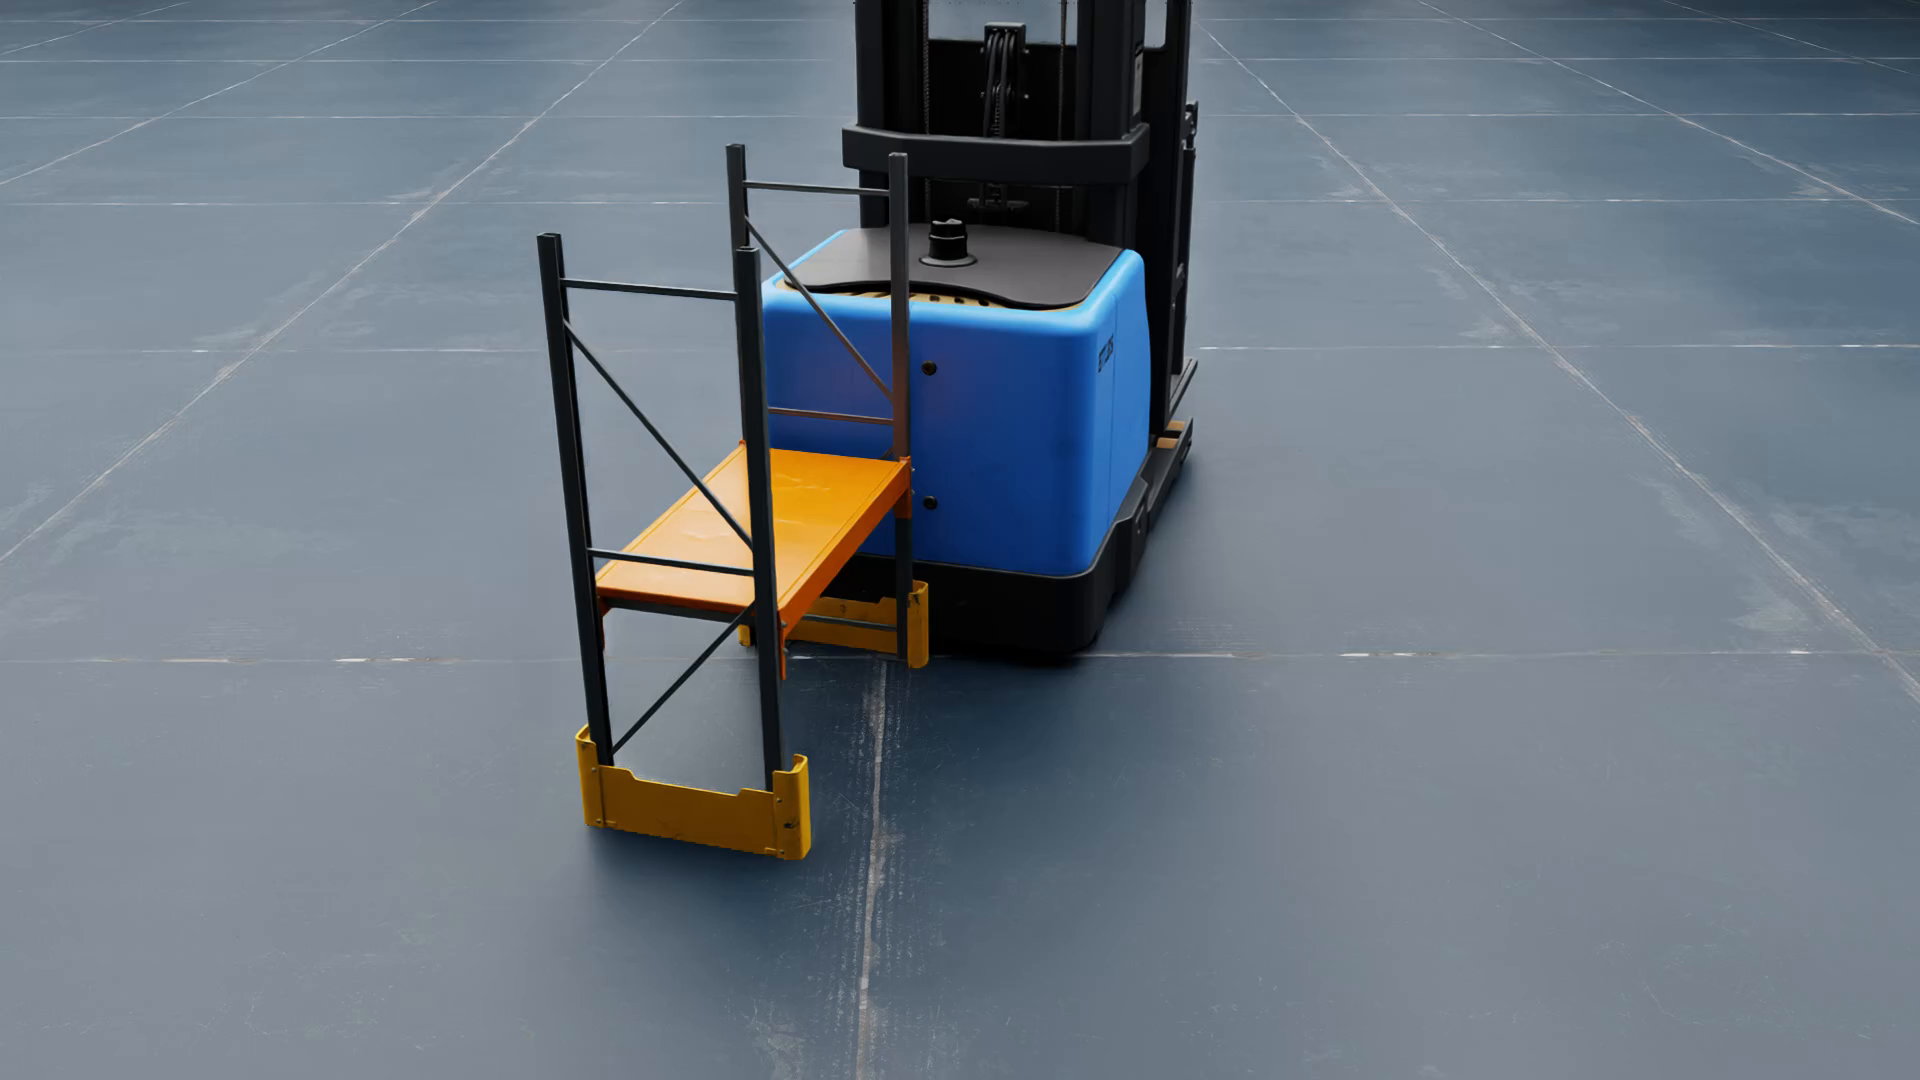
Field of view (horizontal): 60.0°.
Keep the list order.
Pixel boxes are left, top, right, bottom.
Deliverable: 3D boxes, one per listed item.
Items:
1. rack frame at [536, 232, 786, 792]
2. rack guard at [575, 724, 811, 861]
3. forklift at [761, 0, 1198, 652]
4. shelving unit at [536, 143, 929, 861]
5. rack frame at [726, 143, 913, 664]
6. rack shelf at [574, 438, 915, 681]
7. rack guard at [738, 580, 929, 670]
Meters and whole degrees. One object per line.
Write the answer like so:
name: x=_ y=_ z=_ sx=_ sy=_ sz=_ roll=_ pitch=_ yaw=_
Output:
rack frame: x=-0.660 y=0.055 z=3.809 sx=0.500 sy=1.500 sz=0.032 roll=7 pitch=25 yaw=14
rack guard: x=-0.655 y=0.617 z=4.083 sx=0.587 sy=0.250 sz=0.087 roll=7 pitch=25 yaw=14
forklift: x=0.272 y=-1.591 z=5.711 sx=1.130 sy=2.935 sz=3.031 roll=7 pitch=25 yaw=14
shelving unit: x=-0.518 y=-0.150 z=4.262 sx=0.587 sy=1.500 sz=1.083 roll=7 pitch=25 yaw=14
rack frame: x=-0.381 y=-0.348 z=4.699 sx=0.500 sy=1.500 sz=0.032 roll=7 pitch=25 yaw=14
rack shelf: x=-0.521 y=0.017 z=4.328 sx=0.538 sy=0.185 sz=1.000 roll=7 pitch=25 yaw=14
rack guard: x=-0.382 y=0.222 z=4.956 sx=0.587 sy=0.250 sz=0.087 roll=7 pitch=25 yaw=14
